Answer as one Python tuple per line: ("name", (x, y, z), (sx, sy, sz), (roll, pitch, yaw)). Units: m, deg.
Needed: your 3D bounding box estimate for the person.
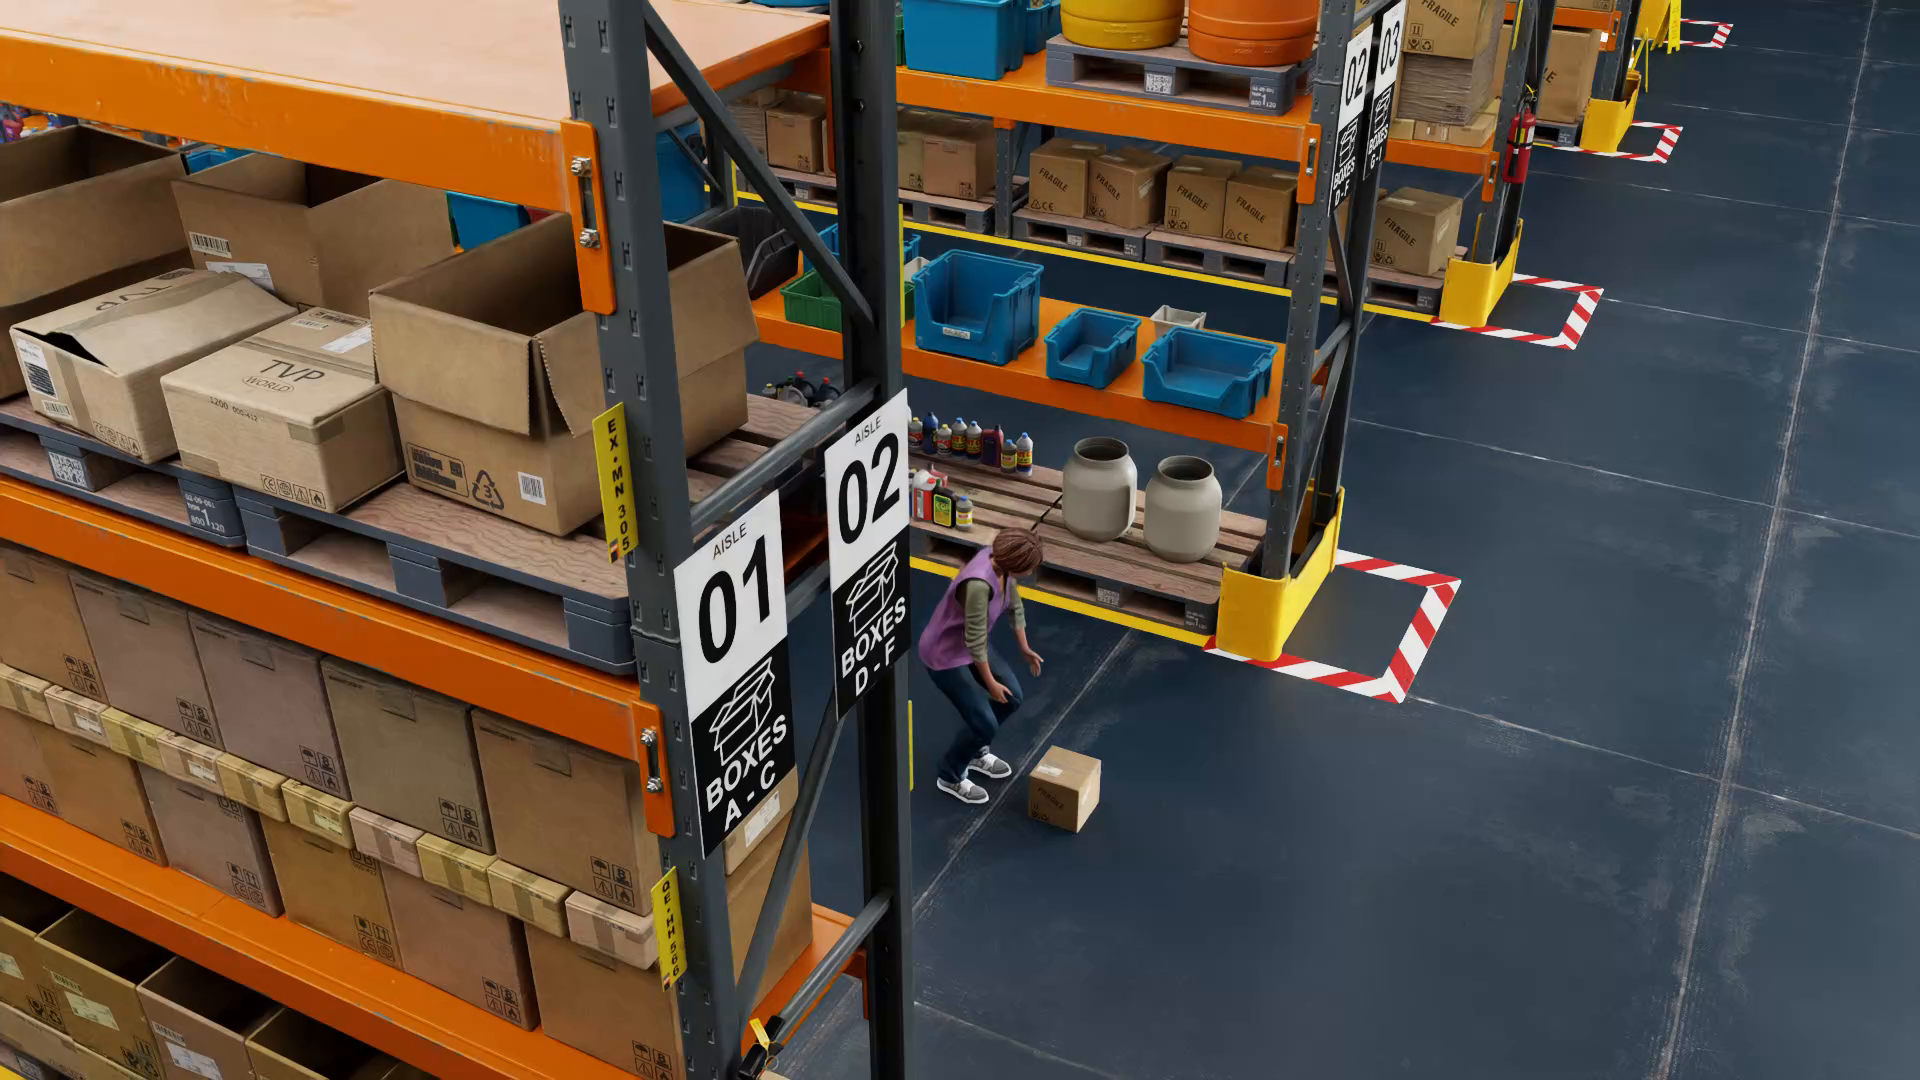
("person", (0.102, 0.531, 7.569), (0.560, 1.423, 0.456), (15, 34, 24))
